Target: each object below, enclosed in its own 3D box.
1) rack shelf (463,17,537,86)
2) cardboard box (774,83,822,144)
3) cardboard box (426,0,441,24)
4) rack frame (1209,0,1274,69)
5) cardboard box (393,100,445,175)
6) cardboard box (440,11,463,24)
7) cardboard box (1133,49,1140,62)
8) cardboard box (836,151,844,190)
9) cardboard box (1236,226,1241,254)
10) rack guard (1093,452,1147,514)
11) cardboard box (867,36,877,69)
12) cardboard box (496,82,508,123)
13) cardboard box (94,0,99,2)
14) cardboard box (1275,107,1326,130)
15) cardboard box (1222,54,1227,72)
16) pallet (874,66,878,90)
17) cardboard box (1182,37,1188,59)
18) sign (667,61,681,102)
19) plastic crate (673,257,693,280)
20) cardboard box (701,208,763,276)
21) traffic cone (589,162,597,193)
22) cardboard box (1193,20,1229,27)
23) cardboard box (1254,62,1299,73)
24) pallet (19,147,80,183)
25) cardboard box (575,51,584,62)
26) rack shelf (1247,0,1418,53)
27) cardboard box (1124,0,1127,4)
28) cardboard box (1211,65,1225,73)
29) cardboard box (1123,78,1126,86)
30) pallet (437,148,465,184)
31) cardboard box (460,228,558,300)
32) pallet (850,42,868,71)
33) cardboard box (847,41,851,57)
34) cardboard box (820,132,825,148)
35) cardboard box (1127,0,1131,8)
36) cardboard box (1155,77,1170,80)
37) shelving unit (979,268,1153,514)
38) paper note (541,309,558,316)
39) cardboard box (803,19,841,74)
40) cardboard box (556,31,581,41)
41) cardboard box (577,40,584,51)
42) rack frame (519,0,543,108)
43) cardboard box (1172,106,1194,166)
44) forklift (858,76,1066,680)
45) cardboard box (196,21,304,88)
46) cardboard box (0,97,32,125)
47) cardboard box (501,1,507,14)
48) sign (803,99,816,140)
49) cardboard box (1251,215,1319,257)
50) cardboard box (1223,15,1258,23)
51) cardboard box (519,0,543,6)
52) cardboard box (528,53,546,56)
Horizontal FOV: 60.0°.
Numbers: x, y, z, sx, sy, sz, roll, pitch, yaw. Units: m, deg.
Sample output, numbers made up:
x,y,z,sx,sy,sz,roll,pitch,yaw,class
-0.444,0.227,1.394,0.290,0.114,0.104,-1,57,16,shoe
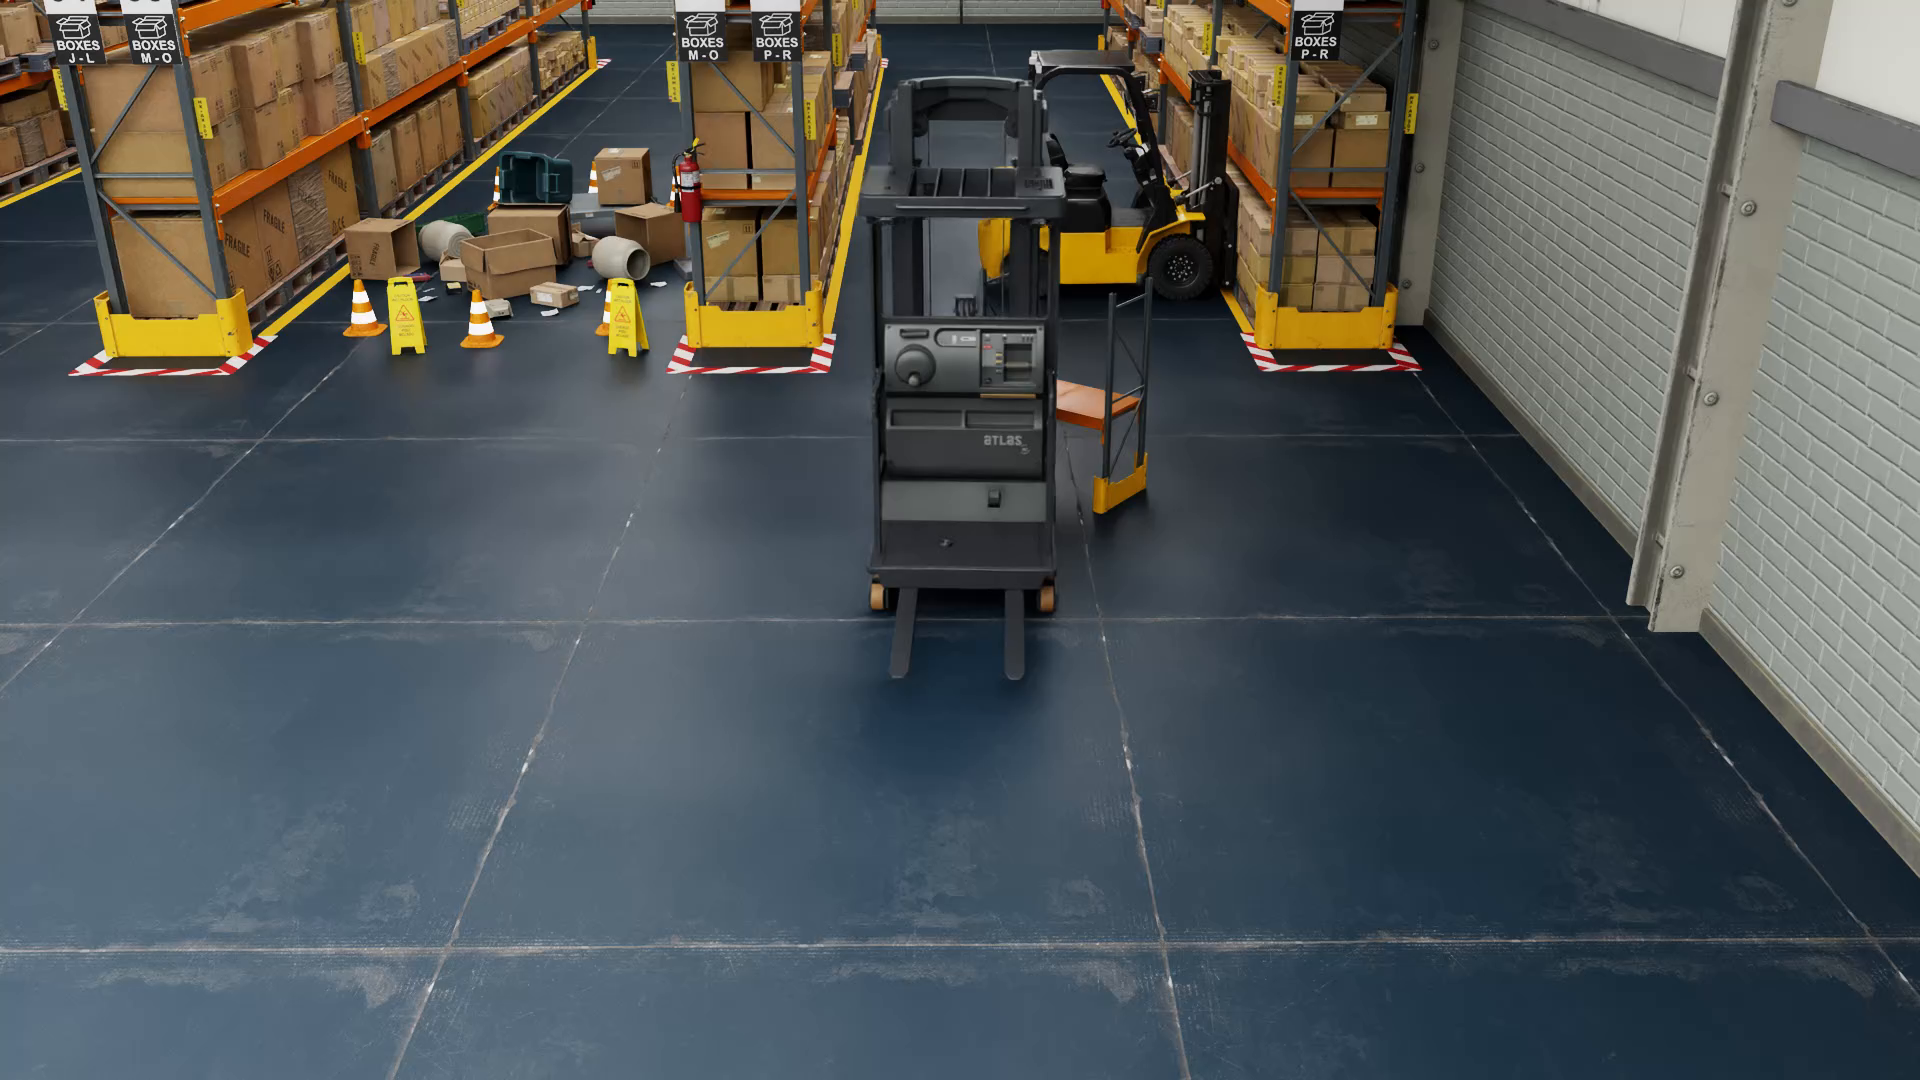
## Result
x,y,z,sx,sy,sz,roll,pitch,yaw,class
-6.846,-6.807,23.034,1.077,0.370,4.000,0,24,-1,rack shelf
-1.532,-3.879,15.204,0.500,0.500,0.500,-1,24,-2,cardboard box
-6.829,-6.627,20.427,0.700,0.500,0.500,0,24,-1,cardboard box
3.132,-4.750,17.613,1.000,3.000,0.127,0,24,-1,rack frame
-6.894,-4.865,20.088,1.050,0.750,0.750,0,24,0,cardboard box
-6.629,-6.723,21.409,0.380,0.149,0.250,1,24,2,cardboard box
2.782,-7.246,24.867,0.380,0.149,0.250,1,24,2,cardboard box
-1.851,-4.233,19.148,0.950,0.372,0.625,1,24,3,cardboard box
2.836,-2.887,15.713,0.500,0.250,0.500,-1,24,-2,cardboard box
1.092,-0.395,11.319,0.087,0.250,0.587,17,29,33,rack guard
-1.837,-8.046,27.501,0.875,0.438,0.875,0,24,1,cardboard box
-6.596,-6.074,23.064,0.500,0.500,0.500,-1,24,-2,cardboard box
-11.781,-7.403,22.139,0.797,0.503,0.637,0,24,1,cardboard box
2.891,-3.585,14.127,0.380,0.149,0.250,0,24,0,cardboard box
2.876,-4.852,16.930,0.380,0.149,0.250,0,24,1,cardboard box
-1.865,-7.570,27.231,1.003,0.211,1.213,0,24,-1,pallet
2.871,-5.741,19.380,0.500,0.250,0.500,0,24,0,cardboard box
-2.343,-3.755,13.625,0.100,0.325,0.005,0,24,-1,sign
-2.635,-2.745,16.723,0.402,0.080,0.583,-9,26,-19,plastic crate
-2.058,-2.687,14.969,0.500,0.500,0.500,0,24,0,cardboard box
-4.248,-4.190,19.453,0.336,0.463,0.334,0,24,-1,traffic cone
2.921,-5.968,19.398,0.380,0.149,0.250,0,24,-1,cardboard box
2.938,-4.357,15.475,0.380,0.149,0.250,0,24,0,cardboard box
-11.778,-4.737,20.969,1.003,0.211,1.213,0,24,-1,pallet
-6.593,-8.178,28.142,0.380,0.149,0.250,0,24,1,cardboard box
3.154,-4.965,15.321,1.077,0.370,4.000,0,24,-1,rack shelf
2.737,-8.277,25.715,0.380,0.149,0.250,0,24,1,cardboard box
2.875,-4.612,17.185,0.500,0.500,0.500,-1,24,-2,cardboard box
2.745,-7.167,25.907,0.380,0.149,0.250,-1,24,-2,cardboard box
-6.891,-4.715,20.919,1.003,0.211,1.213,0,24,-1,pallet
-4.339,-2.653,16.005,0.797,0.503,0.637,-19,31,-36,cardboard box
-1.761,-5.994,20.596,1.213,0.211,1.003,0,24,-1,pallet
-1.502,-5.887,19.921,0.380,0.149,0.250,0,24,0,cardboard box
-1.497,-3.851,15.929,0.380,0.149,0.250,0,24,0,cardboard box
2.826,-8.083,24.351,0.700,0.500,0.500,0,24,1,cardboard box
2.837,-6.170,22.488,0.380,0.149,0.250,-1,24,-2,cardboard box
0.691,-1.086,11.332,1.083,1.500,0.587,17,29,33,shelving unit
-3.789,-2.106,15.369,0.148,0.019,0.142,-9,26,-19,paper note
-1.550,-5.293,17.822,0.500,0.500,0.500,0,24,1,cardboard box
-6.652,-8.554,28.250,0.380,0.149,0.250,0,24,0,cardboard box
-6.620,-8.419,28.314,0.380,0.149,0.250,-1,24,-2,cardboard box
-6.868,-7.959,24.708,1.000,3.000,0.127,0,24,-1,rack frame
3.096,-4.981,20.496,0.875,0.625,0.625,1,24,1,cardboard box
0.022,-1.039,9.490,1.130,2.935,3.031,1,24,1,forklift
-6.820,-4.621,15.836,0.875,0.550,0.550,0,24,-1,cardboard box
-11.731,-5.239,20.283,0.500,0.250,0.500,2,24,5,cardboard box
-6.659,-7.560,23.621,0.380,0.149,0.250,-1,24,-3,cardboard box
-1.245,-3.475,13.743,0.100,0.325,0.005,0,24,-1,sign
2.858,-2.684,14.659,0.500,0.250,0.500,1,24,1,cardboard box
3.348,-6.183,19.873,0.380,0.149,0.250,0,24,-1,cardboard box
-6.621,-8.345,25.079,0.500,0.500,0.500,-1,24,-2,cardboard box
-6.660,-7.483,25.883,0.380,0.149,0.250,-1,24,-1,cardboard box
